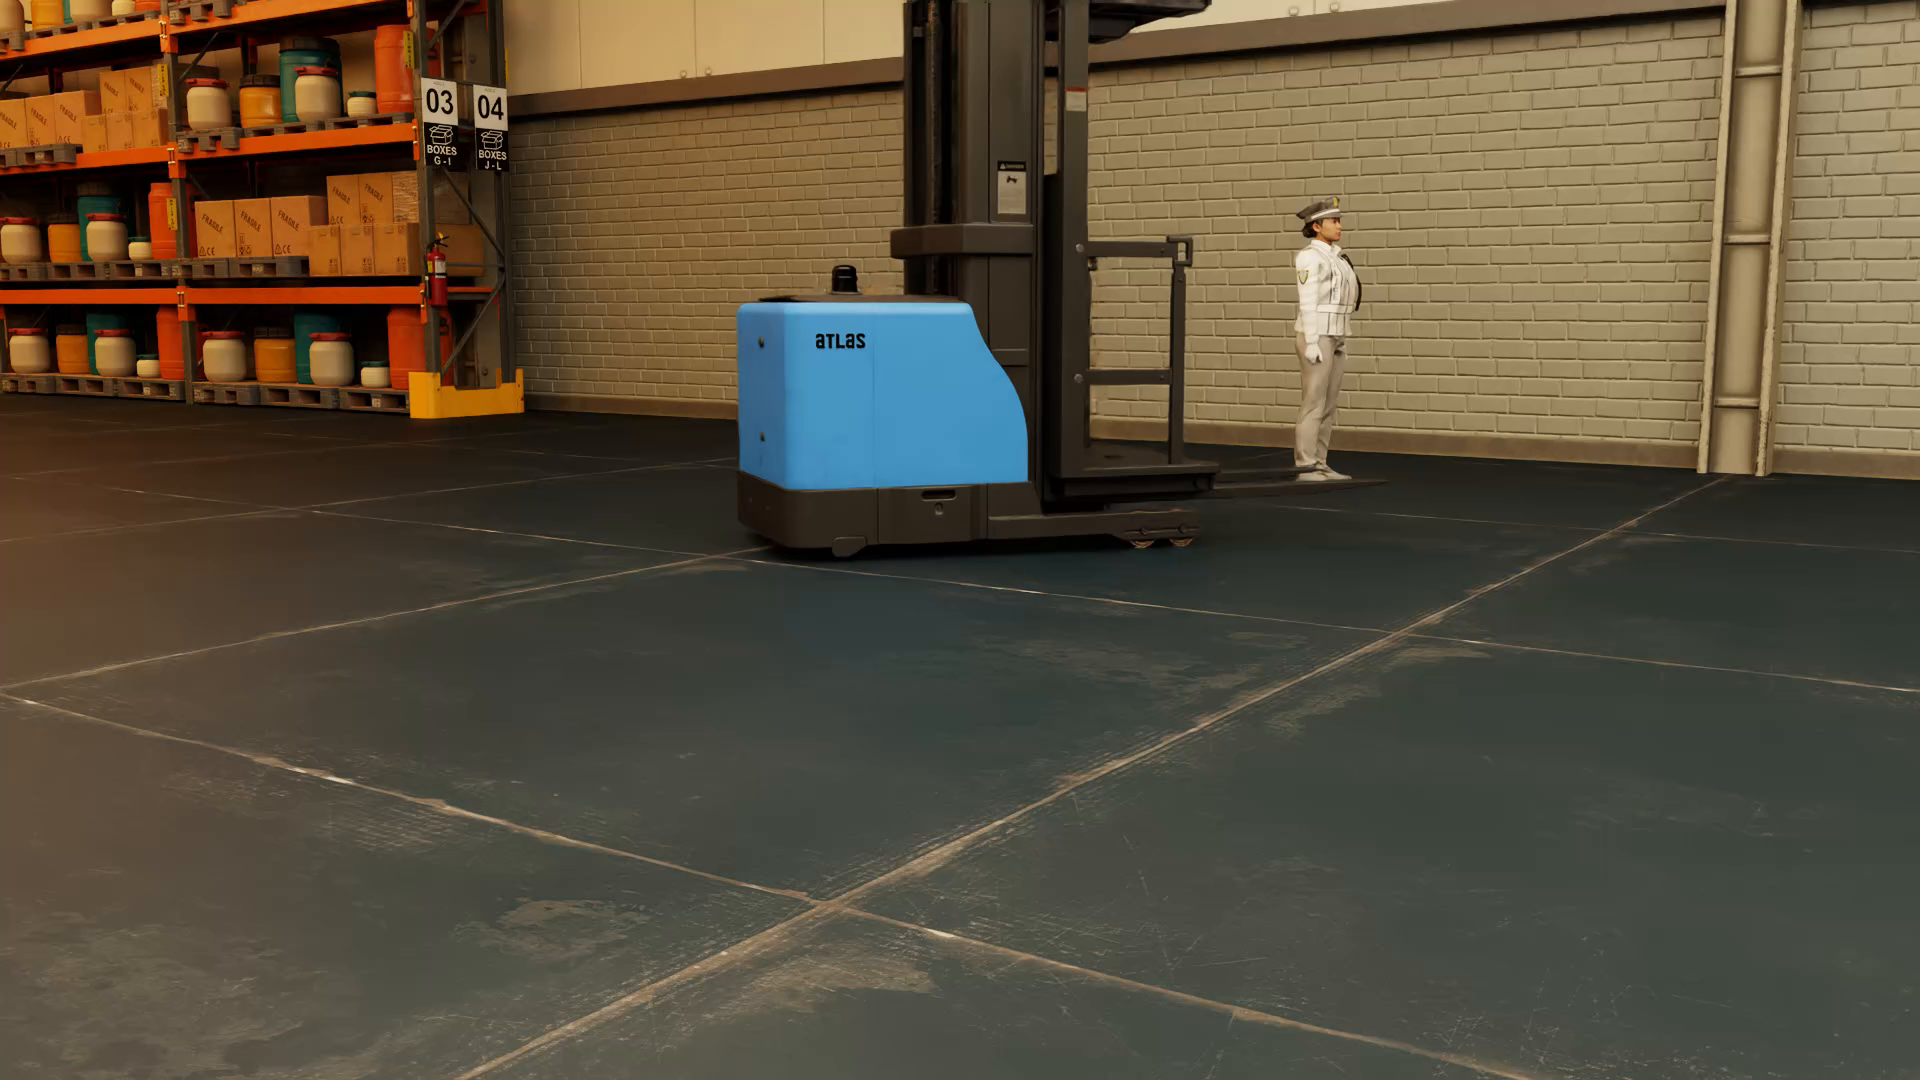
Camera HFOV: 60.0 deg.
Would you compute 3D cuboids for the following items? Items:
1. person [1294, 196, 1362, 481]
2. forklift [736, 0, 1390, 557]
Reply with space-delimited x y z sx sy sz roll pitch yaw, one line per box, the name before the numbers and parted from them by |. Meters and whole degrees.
person | 2.140 -1.161 9.779 0.363 1.694 0.457 5 10 33
forklift | 0.539 -1.484 7.625 3.031 2.935 1.130 -3 9 -20
